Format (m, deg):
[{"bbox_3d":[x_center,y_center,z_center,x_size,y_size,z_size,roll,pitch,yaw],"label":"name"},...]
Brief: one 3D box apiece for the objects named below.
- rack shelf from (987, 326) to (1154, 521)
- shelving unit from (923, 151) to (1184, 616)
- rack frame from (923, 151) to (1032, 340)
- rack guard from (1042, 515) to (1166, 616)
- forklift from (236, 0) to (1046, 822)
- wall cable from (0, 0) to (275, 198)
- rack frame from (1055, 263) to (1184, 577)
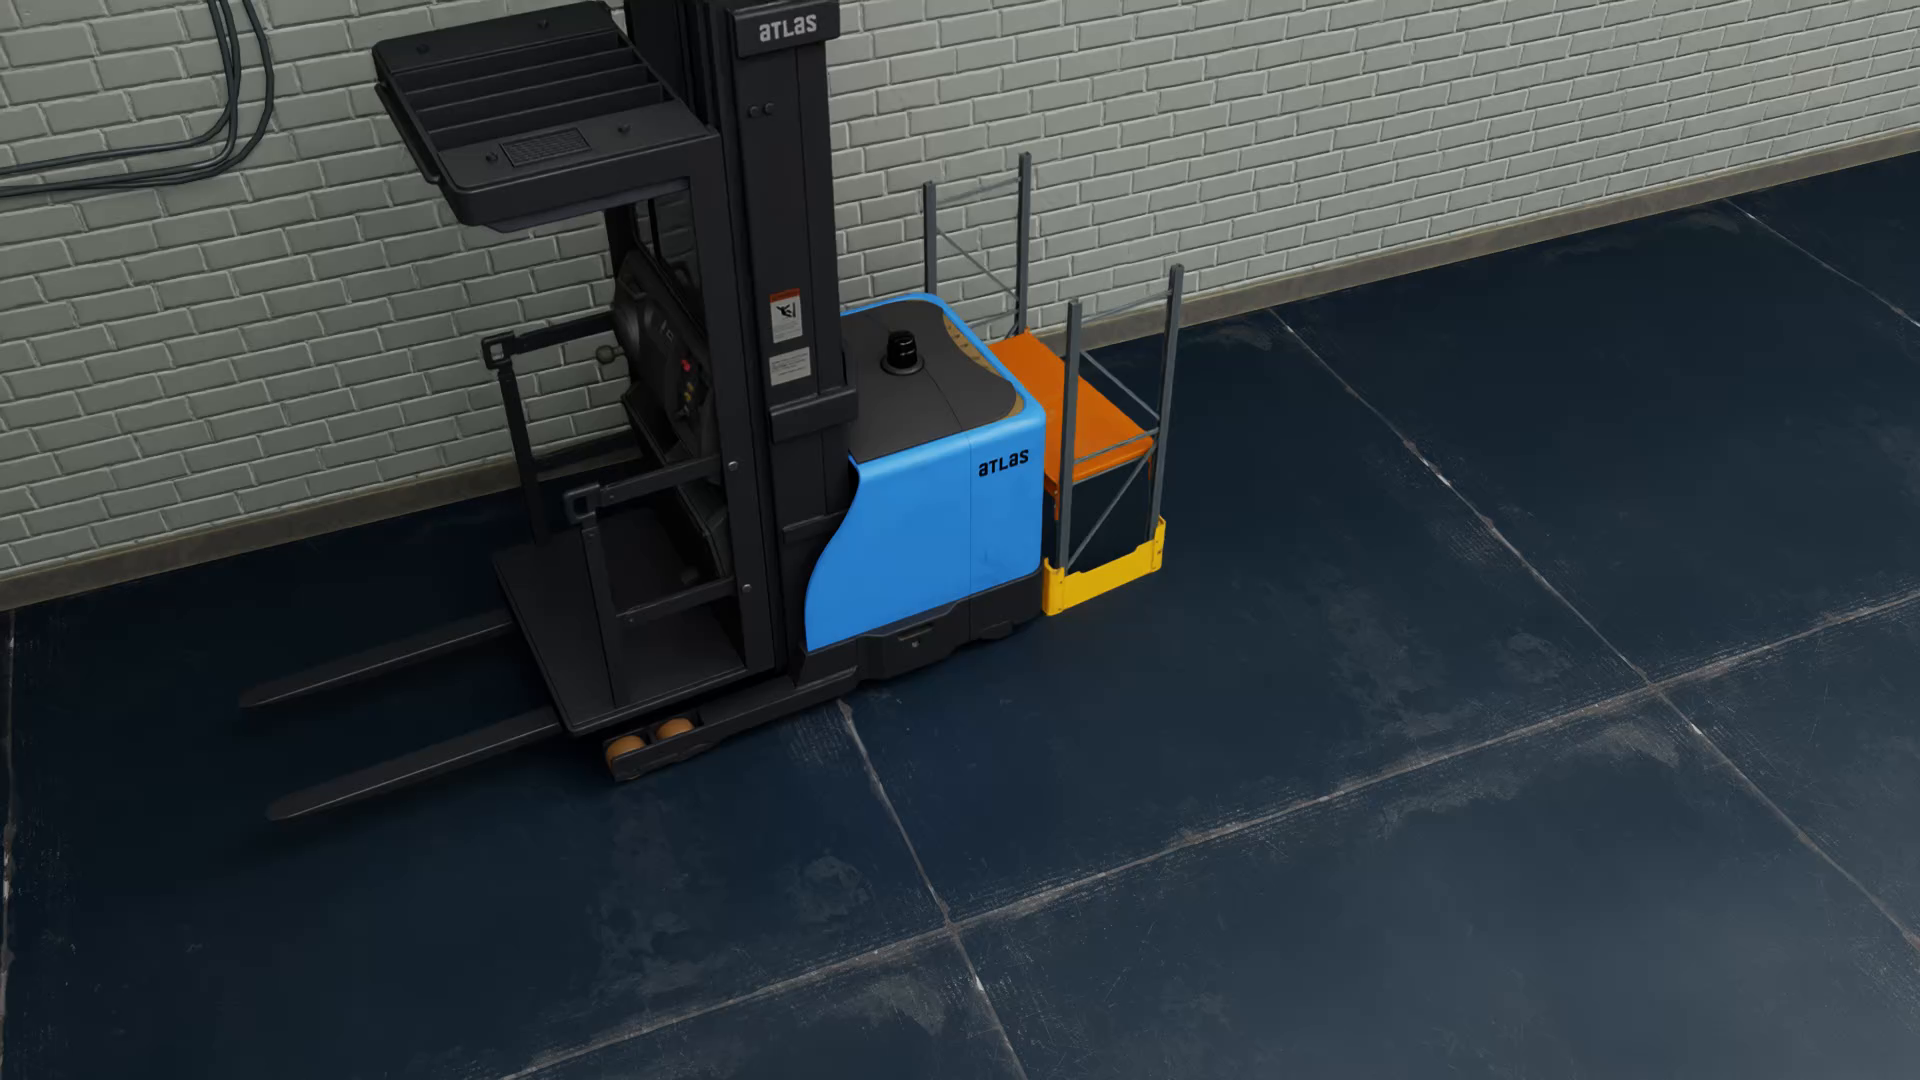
[{"bbox_3d":[0.340,-0.508,6.966,0.538,0.185,1.000,-22,45,-23],"label":"rack shelf"},{"bbox_3d":[0.335,-0.649,6.855,0.587,1.500,1.083,-22,45,-23],"label":"shelving unit"},{"bbox_3d":[0.072,-0.926,7.177,0.500,1.500,0.032,-22,45,-23],"label":"rack frame"},{"bbox_3d":[0.596,0.101,6.941,0.587,0.250,0.087,-22,45,-23],"label":"rack guard"},{"bbox_3d":[-1.212,-0.612,5.714,3.031,2.935,1.130,-19,44,-20],"label":"forklift"},{"bbox_3d":[-3.900,-1.949,4.997,3.097,2.526,0.112,-15,43,-17],"label":"wall cable"},{"bbox_3d":[0.607,-0.362,6.521,0.500,1.500,0.032,-22,45,-23],"label":"rack frame"}]
